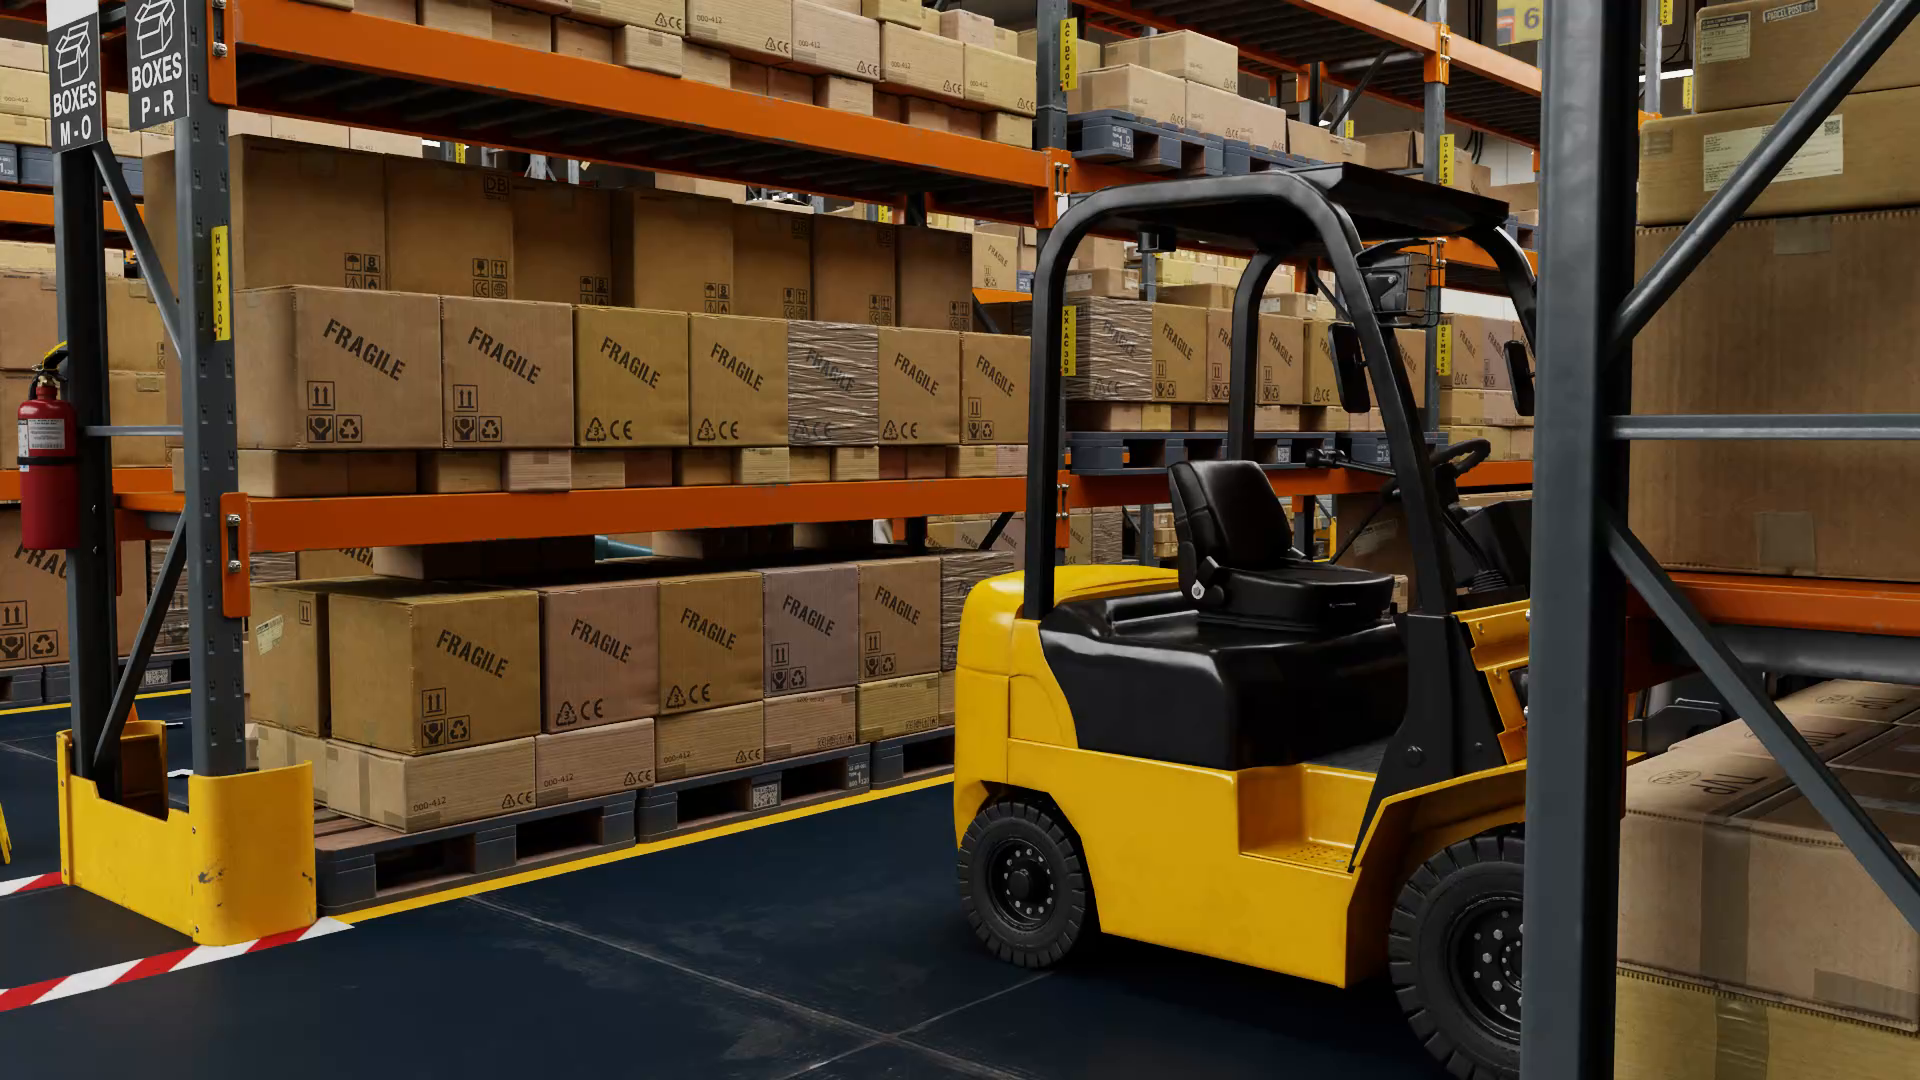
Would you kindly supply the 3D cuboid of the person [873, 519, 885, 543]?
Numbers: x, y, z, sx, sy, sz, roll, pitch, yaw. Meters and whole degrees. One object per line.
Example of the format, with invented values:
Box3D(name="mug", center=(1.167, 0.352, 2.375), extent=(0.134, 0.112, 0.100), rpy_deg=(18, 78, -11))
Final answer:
Box3D(name="person", center=(-0.800, -0.059, 11.675), extent=(0.551, 1.640, 0.416), rpy_deg=(3, 5, 40))
